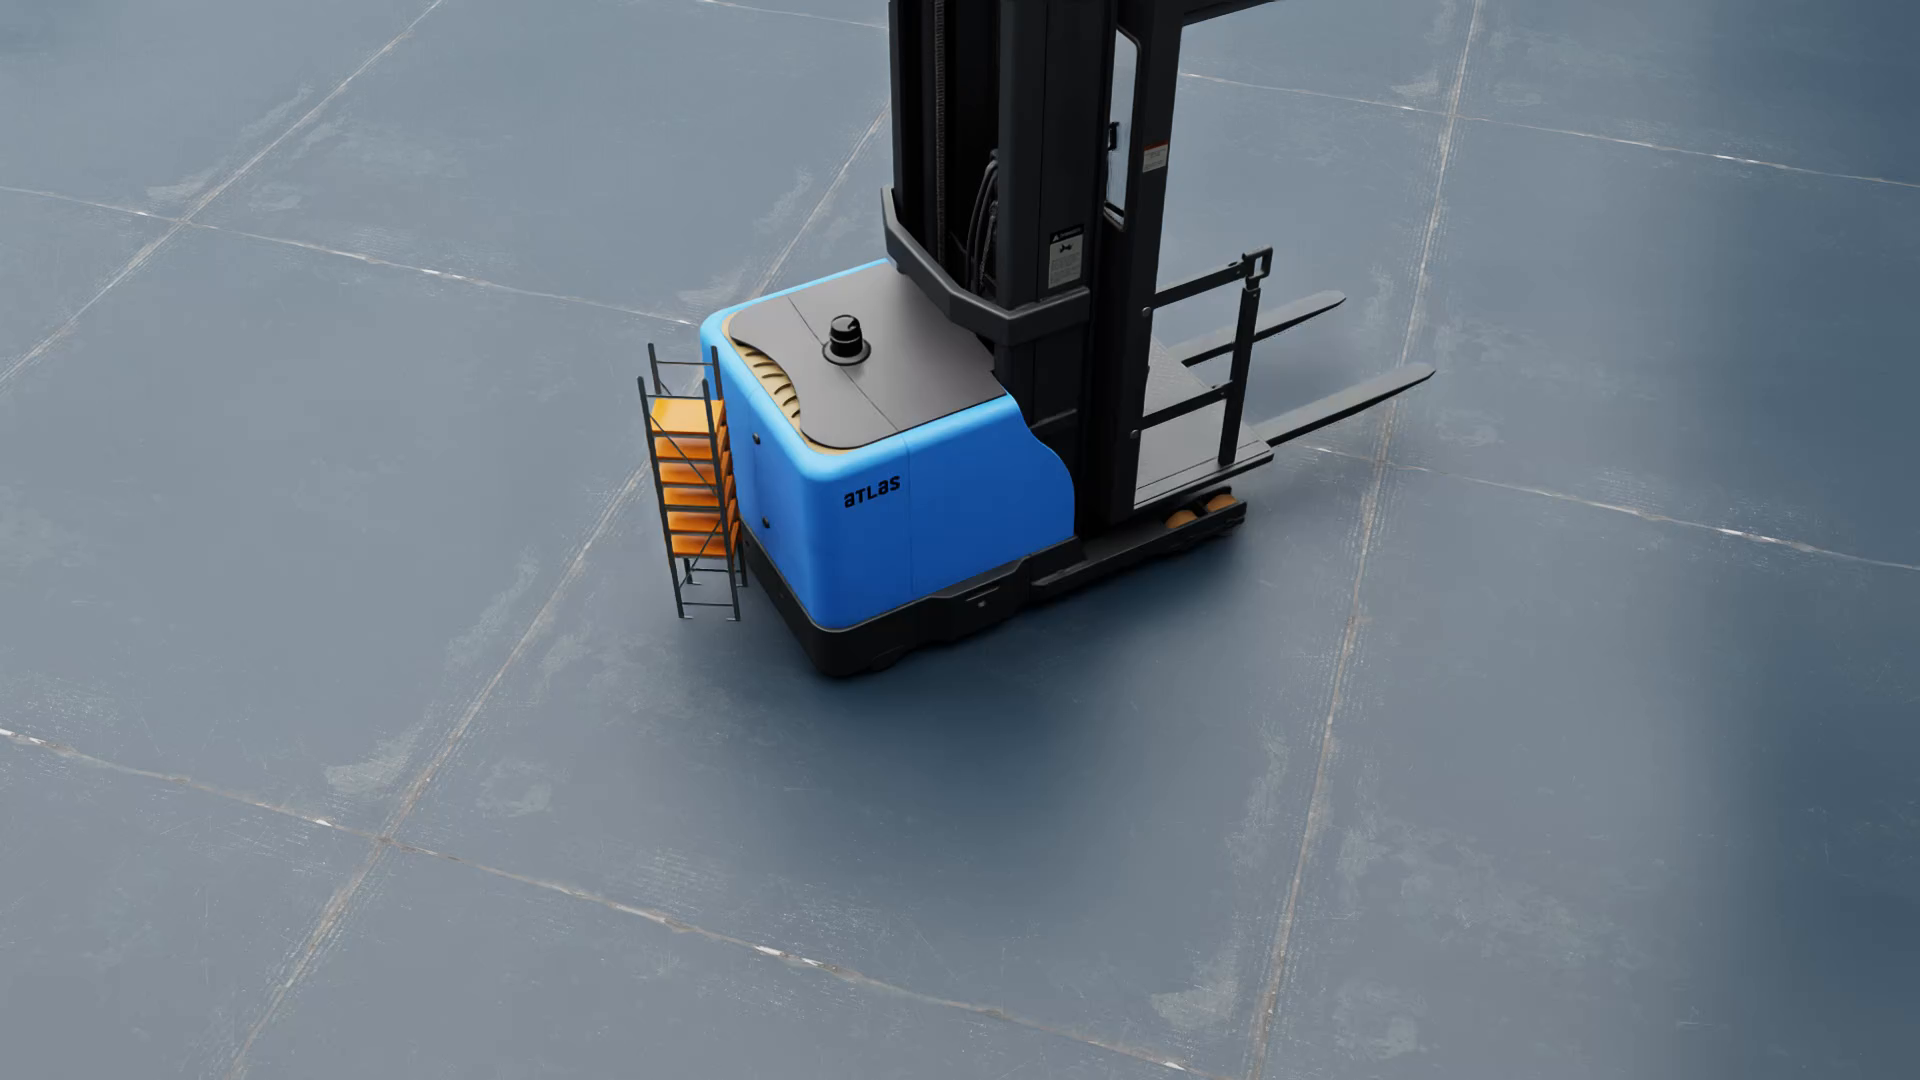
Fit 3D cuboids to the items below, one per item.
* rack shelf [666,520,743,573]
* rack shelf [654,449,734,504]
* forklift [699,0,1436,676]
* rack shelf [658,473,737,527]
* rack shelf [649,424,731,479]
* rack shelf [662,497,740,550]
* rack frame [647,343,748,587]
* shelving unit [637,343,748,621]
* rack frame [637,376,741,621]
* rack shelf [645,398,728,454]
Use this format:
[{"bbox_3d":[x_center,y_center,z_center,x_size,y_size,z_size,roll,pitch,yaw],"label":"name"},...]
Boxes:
[{"bbox_3d":[-0.962,0.019,6.278,0.258,0.103,0.180,2,45,2],"label":"rack shelf"},{"bbox_3d":[-0.962,-0.236,6.024,0.258,0.103,0.180,2,45,2],"label":"rack shelf"},{"bbox_3d":[0.574,-1.306,5.989,3.031,2.935,1.130,-21,48,-21],"label":"forklift"},{"bbox_3d":[-0.962,-0.151,6.109,0.258,0.103,0.180,2,45,2],"label":"rack shelf"},{"bbox_3d":[-0.962,-0.321,5.939,0.258,0.103,0.180,2,45,2],"label":"rack shelf"},{"bbox_3d":[-0.962,-0.066,6.193,0.258,0.103,0.180,2,45,2],"label":"rack shelf"},{"bbox_3d":[-0.956,-0.247,6.142,0.240,1.200,0.006,2,45,2],"label":"rack frame"},{"bbox_3d":[-0.962,-0.182,6.077,0.258,1.200,0.189,2,45,2],"label":"shelving unit"},{"bbox_3d":[-0.967,-0.118,6.013,0.240,1.200,0.006,2,45,2],"label":"rack frame"},{"bbox_3d":[-0.962,-0.406,5.855,0.258,0.103,0.180,2,45,2],"label":"rack shelf"}]
